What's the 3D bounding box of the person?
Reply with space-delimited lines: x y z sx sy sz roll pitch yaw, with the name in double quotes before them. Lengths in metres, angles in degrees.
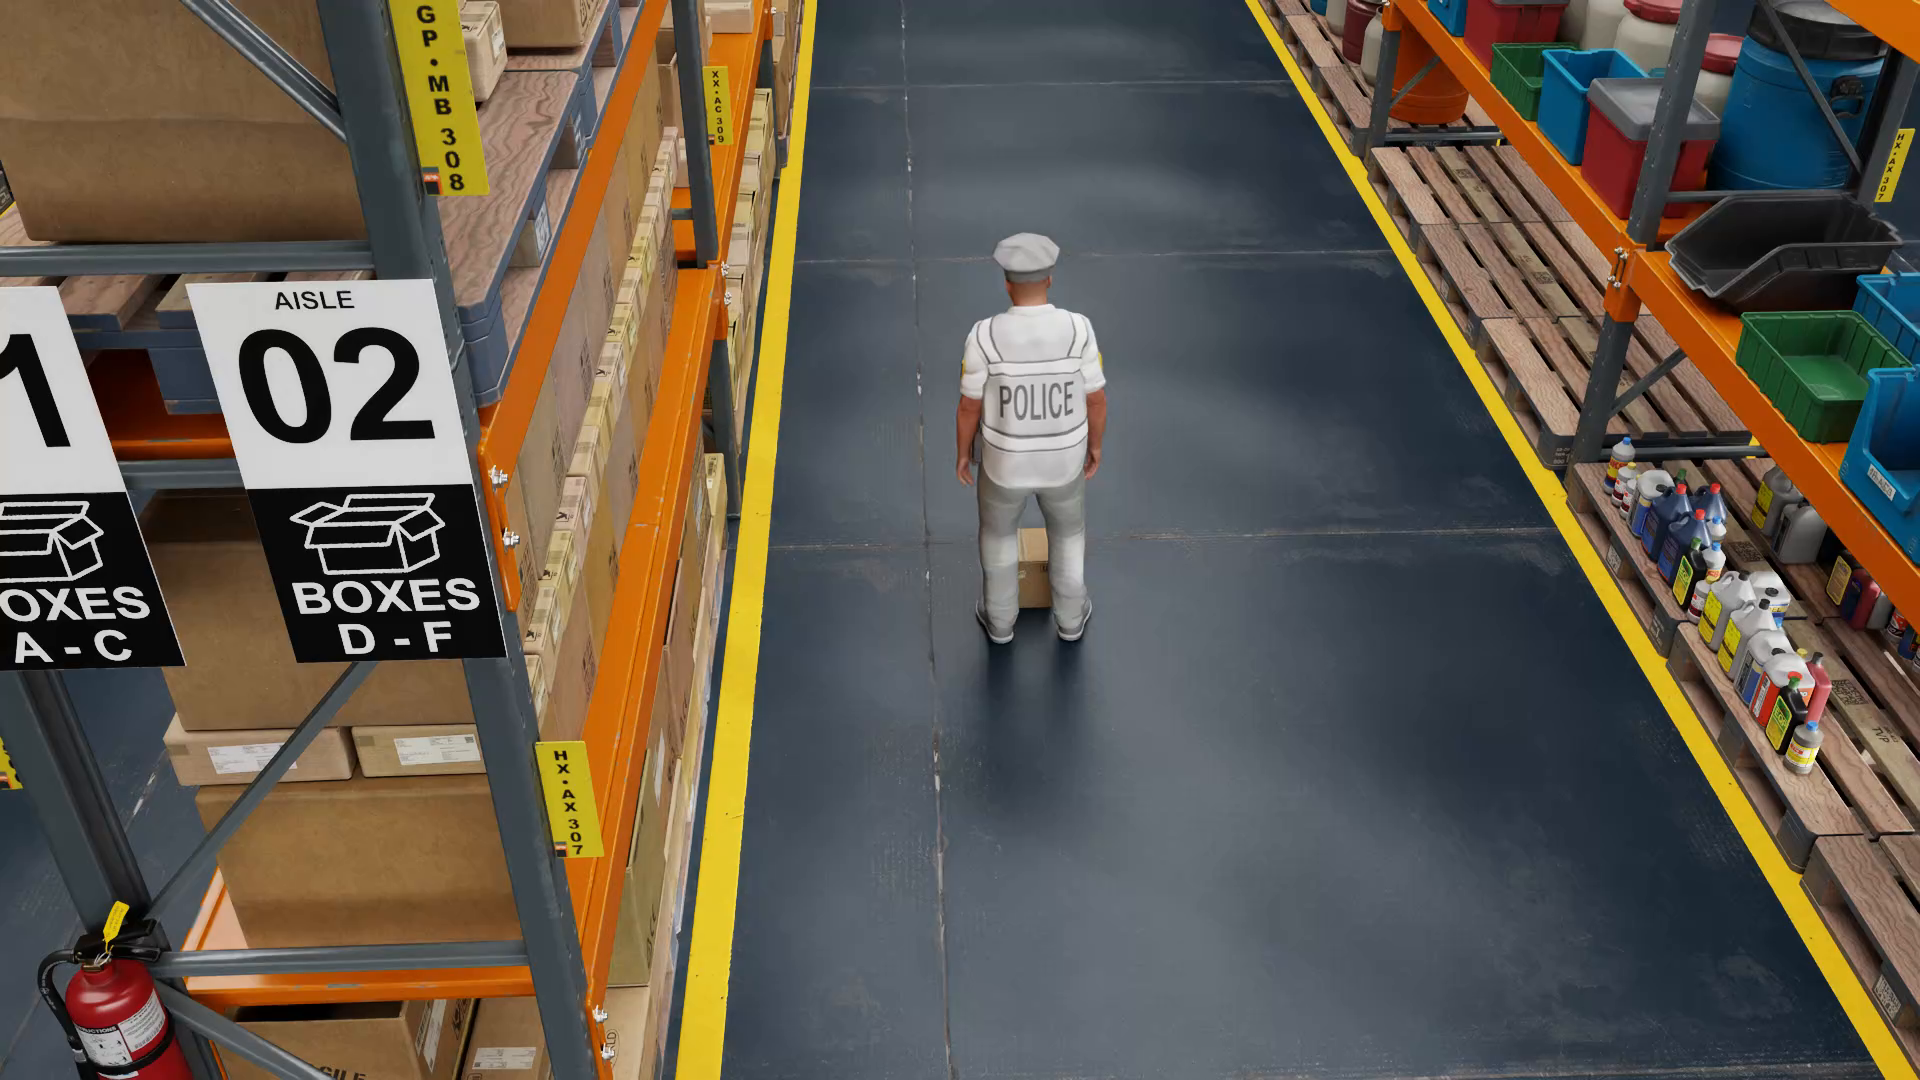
"person" 0.282 -0.336 6.618 0.597 1.748 0.434 -2 35 -3
